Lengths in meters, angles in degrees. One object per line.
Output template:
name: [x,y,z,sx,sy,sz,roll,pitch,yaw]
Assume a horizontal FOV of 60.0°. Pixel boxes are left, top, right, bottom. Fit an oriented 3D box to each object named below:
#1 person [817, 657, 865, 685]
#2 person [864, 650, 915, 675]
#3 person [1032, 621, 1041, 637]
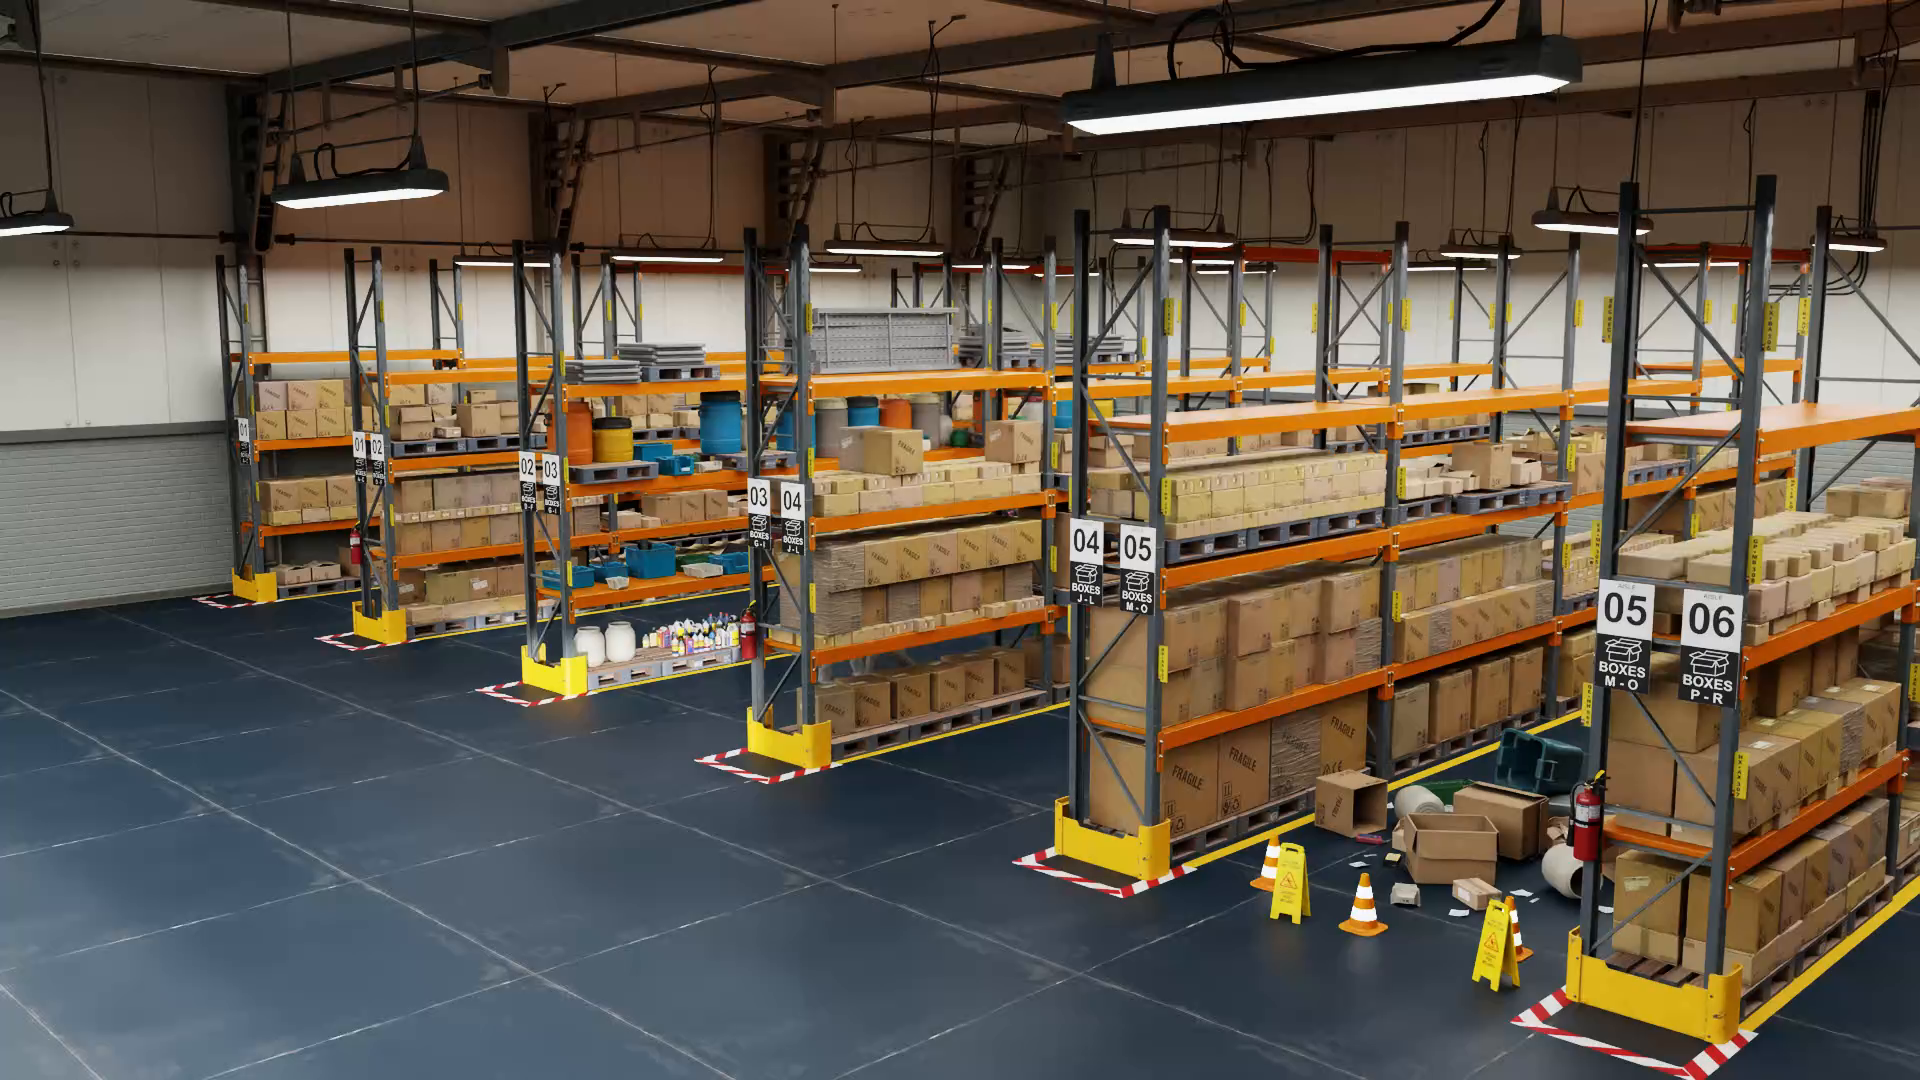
person: [-1.599,1.135,22.207,0.677,1.836,0.903,6,10,34]
person: [-1.000,1.099,22.011,0.657,1.753,0.970,7,11,42]
person: [1.248,0.577,24.278,0.656,1.760,0.704,6,10,37]
